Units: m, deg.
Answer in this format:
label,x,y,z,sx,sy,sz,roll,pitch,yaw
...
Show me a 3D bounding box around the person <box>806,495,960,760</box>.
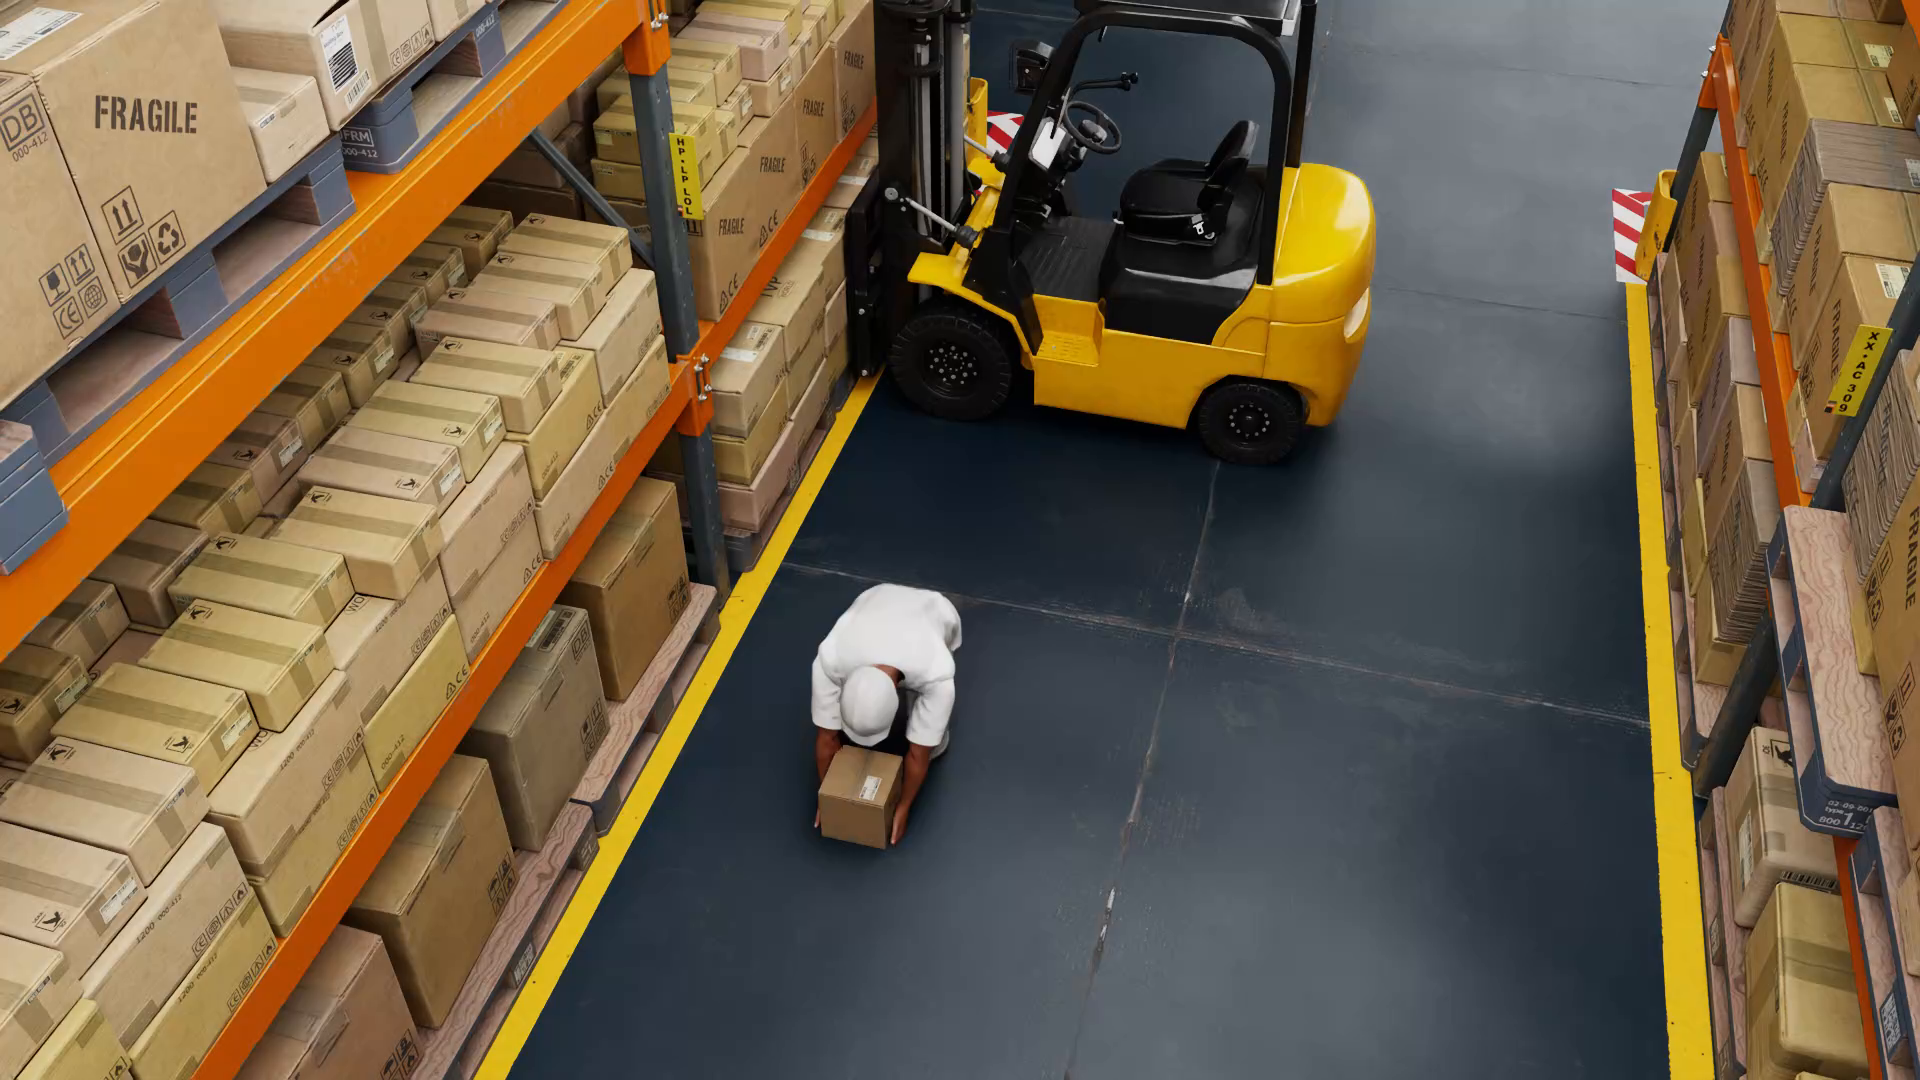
label,x,y,z,sx,sy,sz,roll,pitch,yaw
person,-0.279,0.418,6.054,0.476,1.241,0.956,10,42,11
